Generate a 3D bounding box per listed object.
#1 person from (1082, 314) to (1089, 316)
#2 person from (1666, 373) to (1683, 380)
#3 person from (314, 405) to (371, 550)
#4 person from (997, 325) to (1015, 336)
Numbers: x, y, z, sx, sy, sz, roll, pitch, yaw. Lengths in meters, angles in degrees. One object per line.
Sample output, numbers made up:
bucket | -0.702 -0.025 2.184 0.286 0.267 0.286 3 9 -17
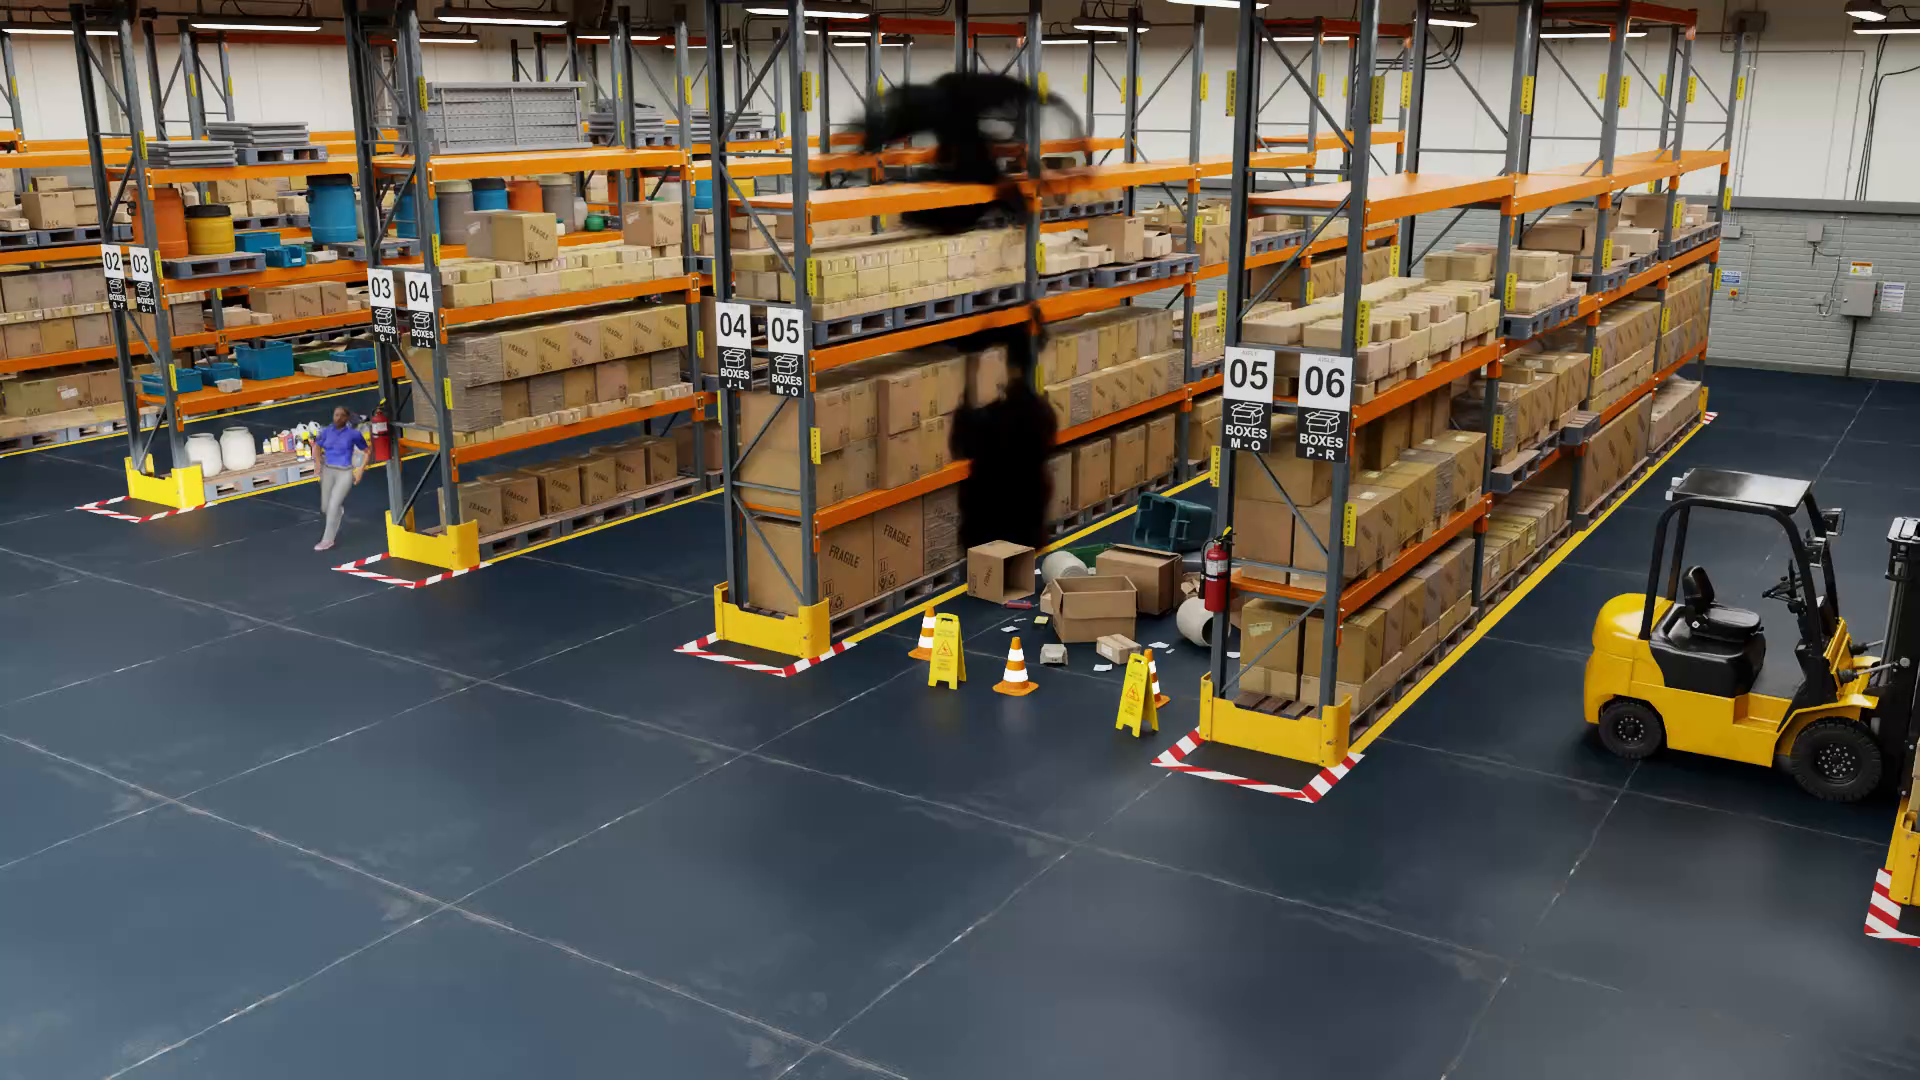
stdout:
person | 1.854 -2.476 24.690 0.687 1.766 1.002 7 17 25
person | 11.550 -3.087 27.179 0.648 1.630 0.930 -14 21 -41
person | -7.021 -0.738 18.896 0.632 1.597 0.753 0 16 1
person | 0.586 -1.920 21.766 0.712 1.798 0.896 8 17 27
